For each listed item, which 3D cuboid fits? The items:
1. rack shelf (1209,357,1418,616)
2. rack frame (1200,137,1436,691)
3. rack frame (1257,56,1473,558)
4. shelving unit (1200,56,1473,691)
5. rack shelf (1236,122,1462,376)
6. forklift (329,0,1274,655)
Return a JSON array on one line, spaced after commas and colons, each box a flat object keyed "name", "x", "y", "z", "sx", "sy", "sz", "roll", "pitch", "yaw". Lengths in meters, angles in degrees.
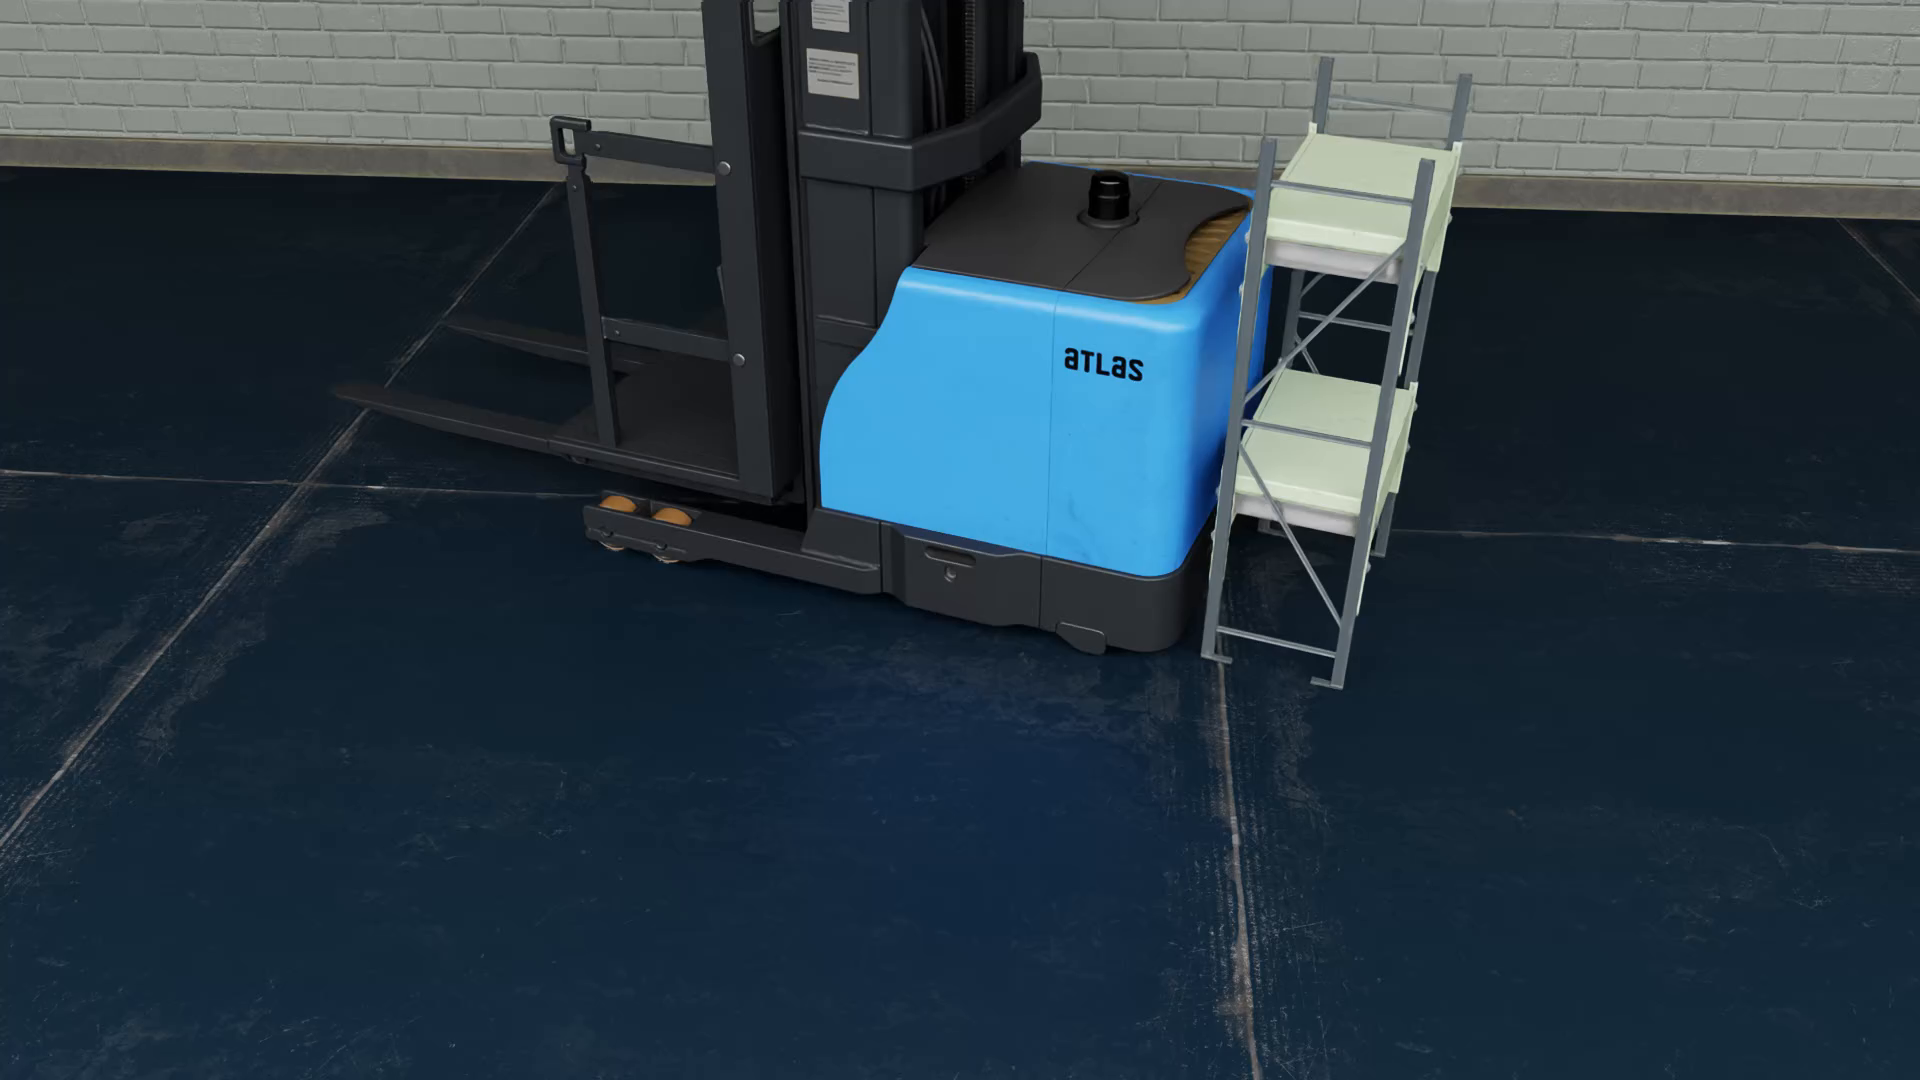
[{"name": "rack shelf", "x": 1.009, "y": -0.171, "z": 4.710, "sx": 0.431, "sy": 0.370, "sz": 0.720, "roll": 12, "pitch": 34, "yaw": 17}, {"name": "rack frame", "x": 0.883, "y": -0.268, "z": 4.246, "sx": 0.400, "sy": 1.500, "sz": 0.023, "roll": 12, "pitch": 34, "yaw": 17}, {"name": "rack frame", "x": 1.148, "y": -0.626, "z": 4.827, "sx": 0.400, "sy": 1.500, "sz": 0.023, "roll": 12, "pitch": 34, "yaw": 17}, {"name": "shelving unit", "x": 1.015, "y": -0.447, "z": 4.537, "sx": 0.431, "sy": 1.500, "sz": 0.755, "roll": 12, "pitch": 34, "yaw": 17}, {"name": "rack shelf", "x": 1.022, "y": -0.778, "z": 4.330, "sx": 0.431, "sy": 0.370, "sz": 0.720, "roll": 12, "pitch": 34, "yaw": 17}, {"name": "forklift", "x": -0.622, "y": -1.418, "z": 4.758, "sx": 3.031, "sy": 2.935, "sz": 1.130, "roll": 12, "pitch": 34, "yaw": 19}]
